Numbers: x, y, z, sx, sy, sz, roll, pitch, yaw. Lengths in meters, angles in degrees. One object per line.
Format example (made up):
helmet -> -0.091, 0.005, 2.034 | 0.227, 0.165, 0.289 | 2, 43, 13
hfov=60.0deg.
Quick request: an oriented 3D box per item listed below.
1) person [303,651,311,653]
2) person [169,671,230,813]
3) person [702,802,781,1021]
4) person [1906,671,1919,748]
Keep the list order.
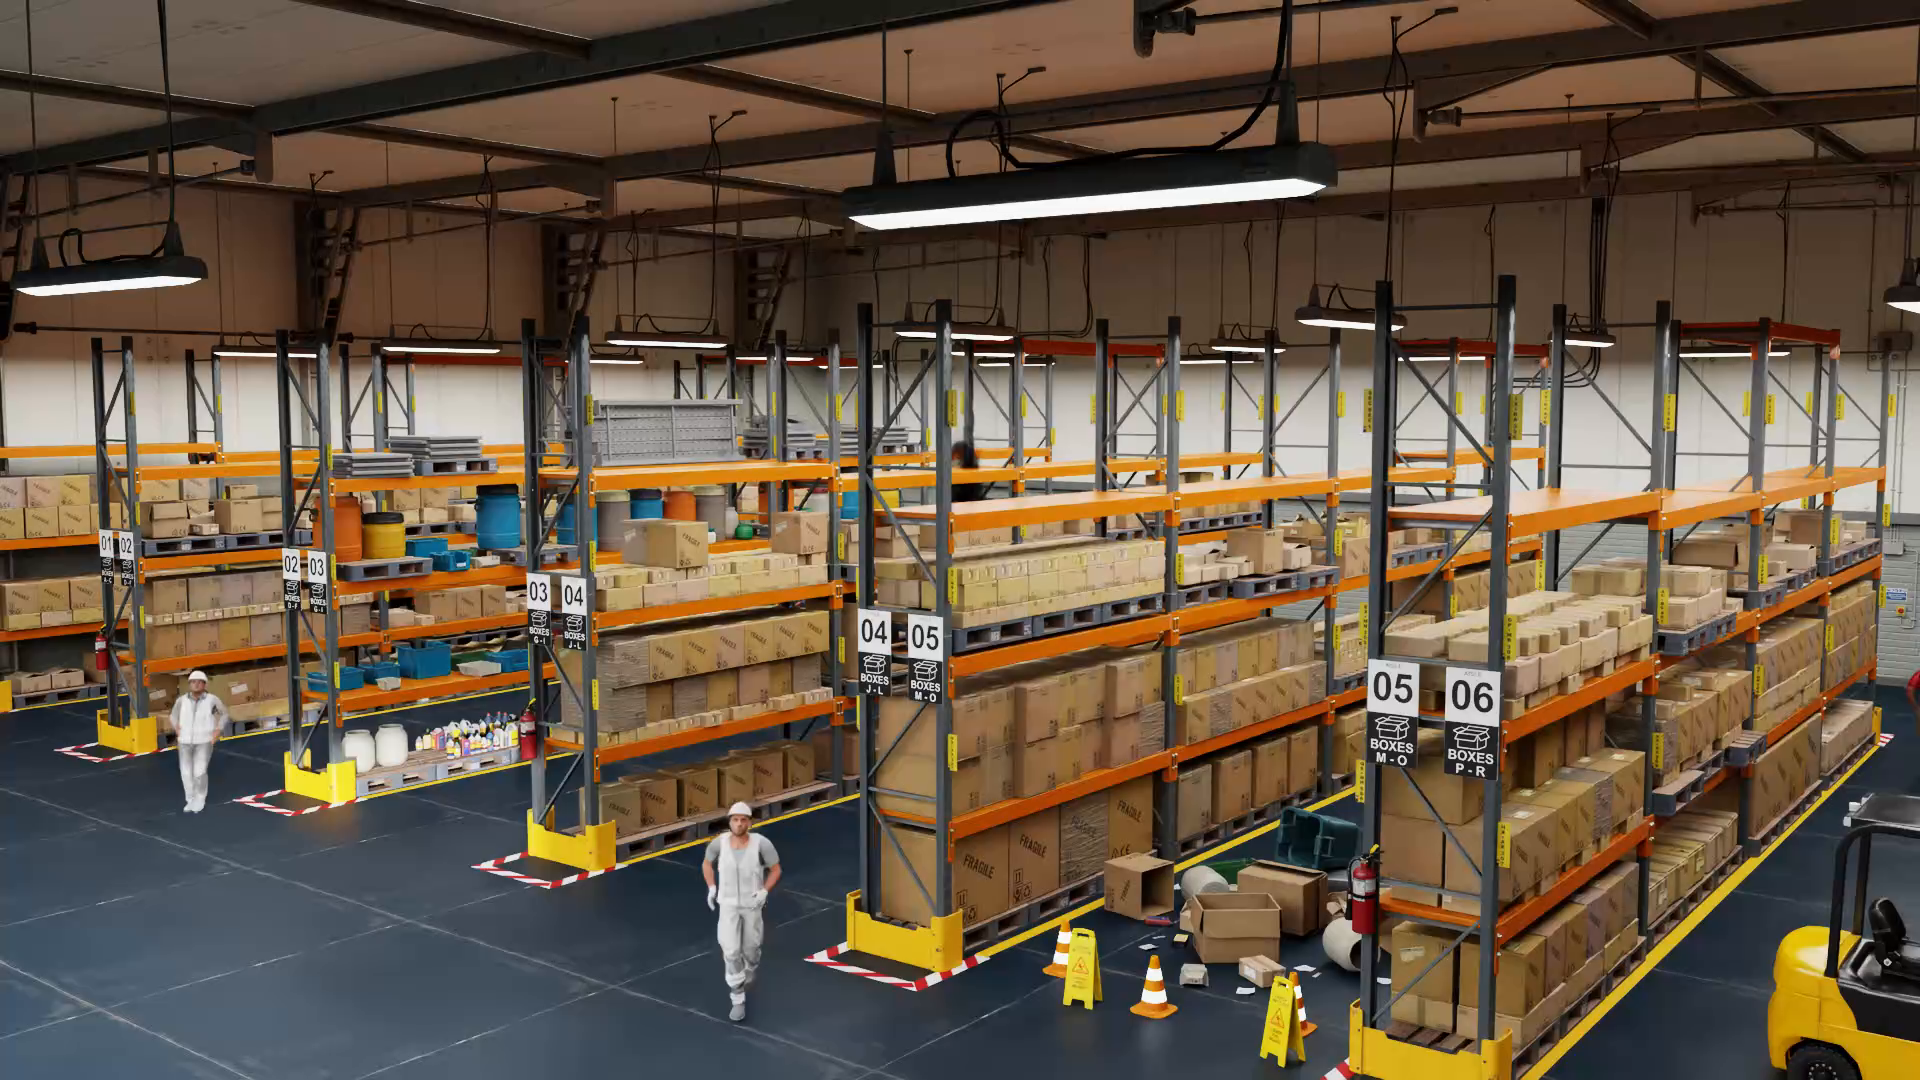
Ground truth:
person -> -11.154, 1.809, 28.749 | 0.709, 1.737, 0.640 | 2, 6, 25
person -> -9.448, 2.500, 20.580 | 0.676, 1.751, 0.557 | -1, 5, -8
person -> -1.843, 3.063, 14.031 | 0.675, 1.759, 0.814 | 0, 5, -3
person -> 13.109, 2.377, 22.409 | 0.653, 1.698, 0.829 | 3, 6, 31
